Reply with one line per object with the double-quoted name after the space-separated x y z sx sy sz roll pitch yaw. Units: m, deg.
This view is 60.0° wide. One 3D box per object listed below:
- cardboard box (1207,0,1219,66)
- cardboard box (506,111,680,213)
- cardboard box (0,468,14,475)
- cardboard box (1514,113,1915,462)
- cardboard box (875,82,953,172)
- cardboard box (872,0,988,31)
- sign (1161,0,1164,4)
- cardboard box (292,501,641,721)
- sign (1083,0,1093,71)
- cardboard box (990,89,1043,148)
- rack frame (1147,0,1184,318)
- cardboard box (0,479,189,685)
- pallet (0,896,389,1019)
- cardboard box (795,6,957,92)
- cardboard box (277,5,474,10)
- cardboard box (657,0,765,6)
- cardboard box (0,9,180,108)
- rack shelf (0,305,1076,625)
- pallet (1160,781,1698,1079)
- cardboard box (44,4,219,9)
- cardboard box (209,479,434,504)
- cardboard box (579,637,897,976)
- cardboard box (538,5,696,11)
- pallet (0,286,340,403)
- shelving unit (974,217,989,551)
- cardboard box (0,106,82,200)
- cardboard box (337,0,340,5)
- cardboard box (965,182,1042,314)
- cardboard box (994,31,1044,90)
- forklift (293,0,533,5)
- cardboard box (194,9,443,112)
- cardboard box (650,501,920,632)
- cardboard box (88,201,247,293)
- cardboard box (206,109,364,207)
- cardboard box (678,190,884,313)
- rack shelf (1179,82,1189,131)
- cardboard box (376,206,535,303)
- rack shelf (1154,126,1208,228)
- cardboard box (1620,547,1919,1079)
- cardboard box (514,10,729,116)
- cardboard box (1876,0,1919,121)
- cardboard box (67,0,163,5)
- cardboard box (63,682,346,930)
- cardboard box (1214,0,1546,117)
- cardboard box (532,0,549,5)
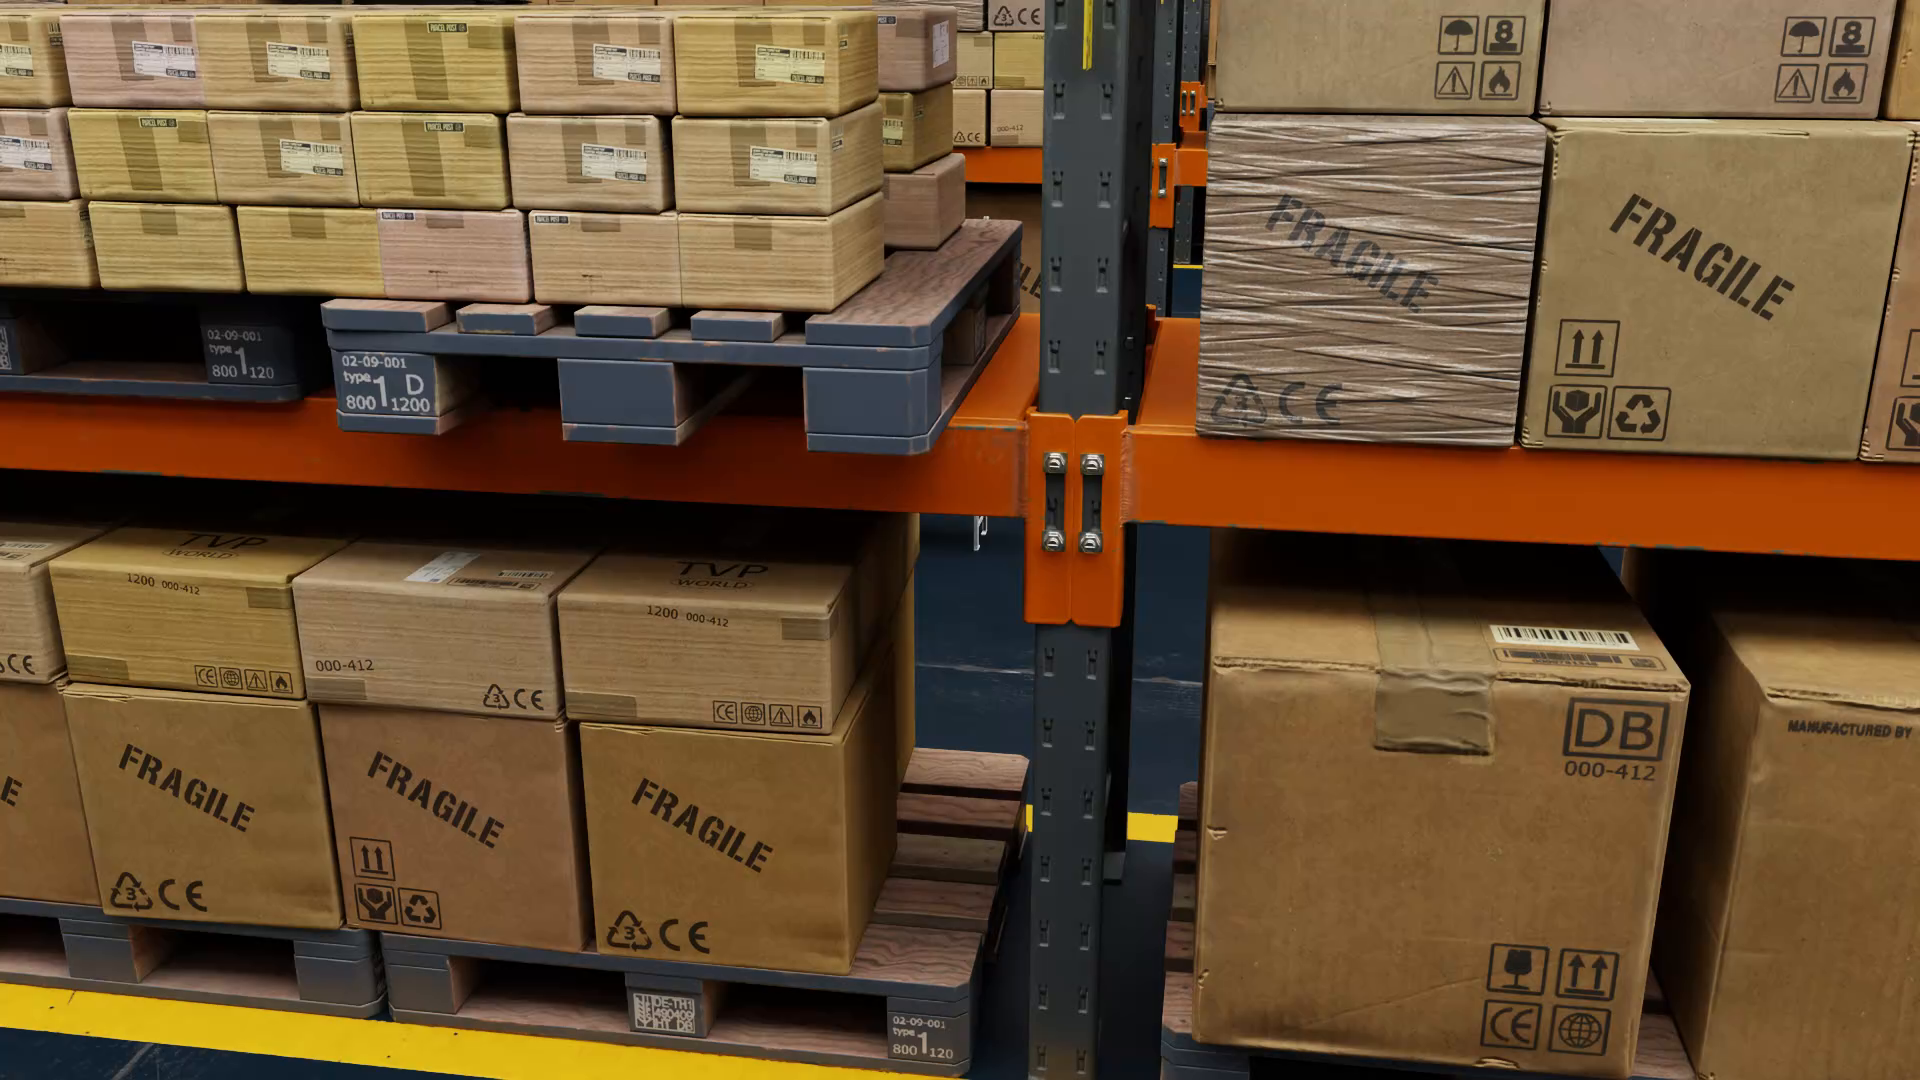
1.364 -2.379 7.397 0.500 0.500 0.500 2 19 7 "cardboard box"
-0.553 -0.647 2.773 0.250 0.149 0.380 4 19 11 "cardboard box"
-2.398 -0.113 4.008 0.500 0.250 0.500 4 19 11 "cardboard box"
1.174 -0.446 2.751 0.500 0.500 0.500 3 19 8 "cardboard box"
-0.174 -0.839 3.347 0.250 0.149 0.380 4 19 11 "cardboard box"
-0.104 -2.575 7.539 0.500 0.500 0.500 3 19 10 "cardboard box"
0.871 -2.461 7.107 0.005 0.325 0.100 3 19 9 "sign"
-0.946 0.126 3.295 0.500 0.250 0.500 3 19 9 "cardboard box"
0.194 -0.871 2.480 0.005 0.325 0.100 3 19 9 "sign"
0.416 -1.959 7.668 0.500 0.250 0.500 2 19 7 "cardboard box"
0.956 -2.086 7.811 0.127 3.000 1.000 3 19 9 "rack frame"
-1.962 0.072 3.456 0.500 0.250 0.500 4 19 11 "cardboard box"
-1.702 0.690 3.908 1.213 0.211 1.003 3 19 9 "pallet"
-0.159 -0.977 3.291 0.250 0.149 0.380 3 19 9 "cardboard box"
-1.191 -1.029 3.449 0.250 0.149 0.380 4 19 11 "cardboard box"
-1.091 -2.630 7.702 0.500 0.500 0.500 3 19 8 "cardboard box"
-1.562 -0.839 2.881 0.250 0.149 0.380 4 19 11 "cardboard box"
-1.704 -0.290 3.576 4.000 0.370 1.077 3 19 9 "rack shelf"
1.037 0.855 3.414 1.213 0.211 1.003 3 19 9 "pallet"
-1.698 -1.056 3.528 0.250 0.149 0.380 3 19 8 "cardboard box"
-1.359 -0.065 3.865 0.500 0.250 0.500 3 19 9 "cardboard box"
-0.420 0.505 3.345 0.500 0.500 0.500 3 19 8 "cardboard box"
-0.662 -1.003 3.369 0.250 0.149 0.380 3 19 8 "cardboard box"
-1.690 -0.526 3.451 1.213 0.211 1.003 3 19 9 "pallet"
-0.163 -0.577 6.138 0.503 1.200 0.258 3 19 9 "shelving unit"
-1.563 -0.698 2.927 0.250 0.149 0.380 3 19 10 "cardboard box"
-3.425 -2.909 8.536 0.500 0.500 0.500 3 19 9 "cardboard box"
0.287 -1.339 8.263 0.875 0.875 0.875 3 19 8 "cardboard box"
0.438 -2.197 7.590 0.500 0.250 0.500 3 19 8 "cardboard box"
-2.259 -1.378 5.802 3.031 2.935 1.130 0 19 0 "forklift"
-1.056 -0.812 2.800 0.250 0.149 0.380 3 19 10 "cardboard box"
-0.372 -0.010 3.702 0.500 0.250 0.500 2 19 6 "cardboard box"
-1.300 -0.544 2.935 0.250 0.149 0.380 2 19 6 "cardboard box"
-1.060 -0.672 2.849 0.250 0.149 0.380 3 19 9 "cardboard box"
-0.289 -0.491 2.778 0.250 0.149 0.380 3 19 10 "cardboard box"
-0.235 -3.401 12.874 4.000 0.370 1.077 3 19 9 "rack shelf"
-0.788 -0.517 2.855 0.250 0.149 0.380 3 19 10 "cardboard box"
2.931 -1.644 7.624 4.000 0.370 1.077 3 19 9 "rack shelf"
1.721 0.439 3.147 0.750 0.750 1.050 3 19 9 "cardboard box"
-0.533 -0.787 2.724 0.250 0.149 0.380 3 19 8 "cardboard box"
1.719 -0.976 2.759 0.500 0.500 0.700 3 19 8 "cardboard box"
-4.003 -2.774 8.134 0.500 0.500 0.500 3 19 8 "cardboard box"
-1.457 0.456 3.491 0.500 0.500 0.500 2 19 6 "cardboard box"
0.712 -1.026 2.909 0.500 0.500 0.700 3 19 8 "cardboard box"
-2.098 -2.680 7.852 0.500 0.500 0.500 3 19 8 "cardboard box"
